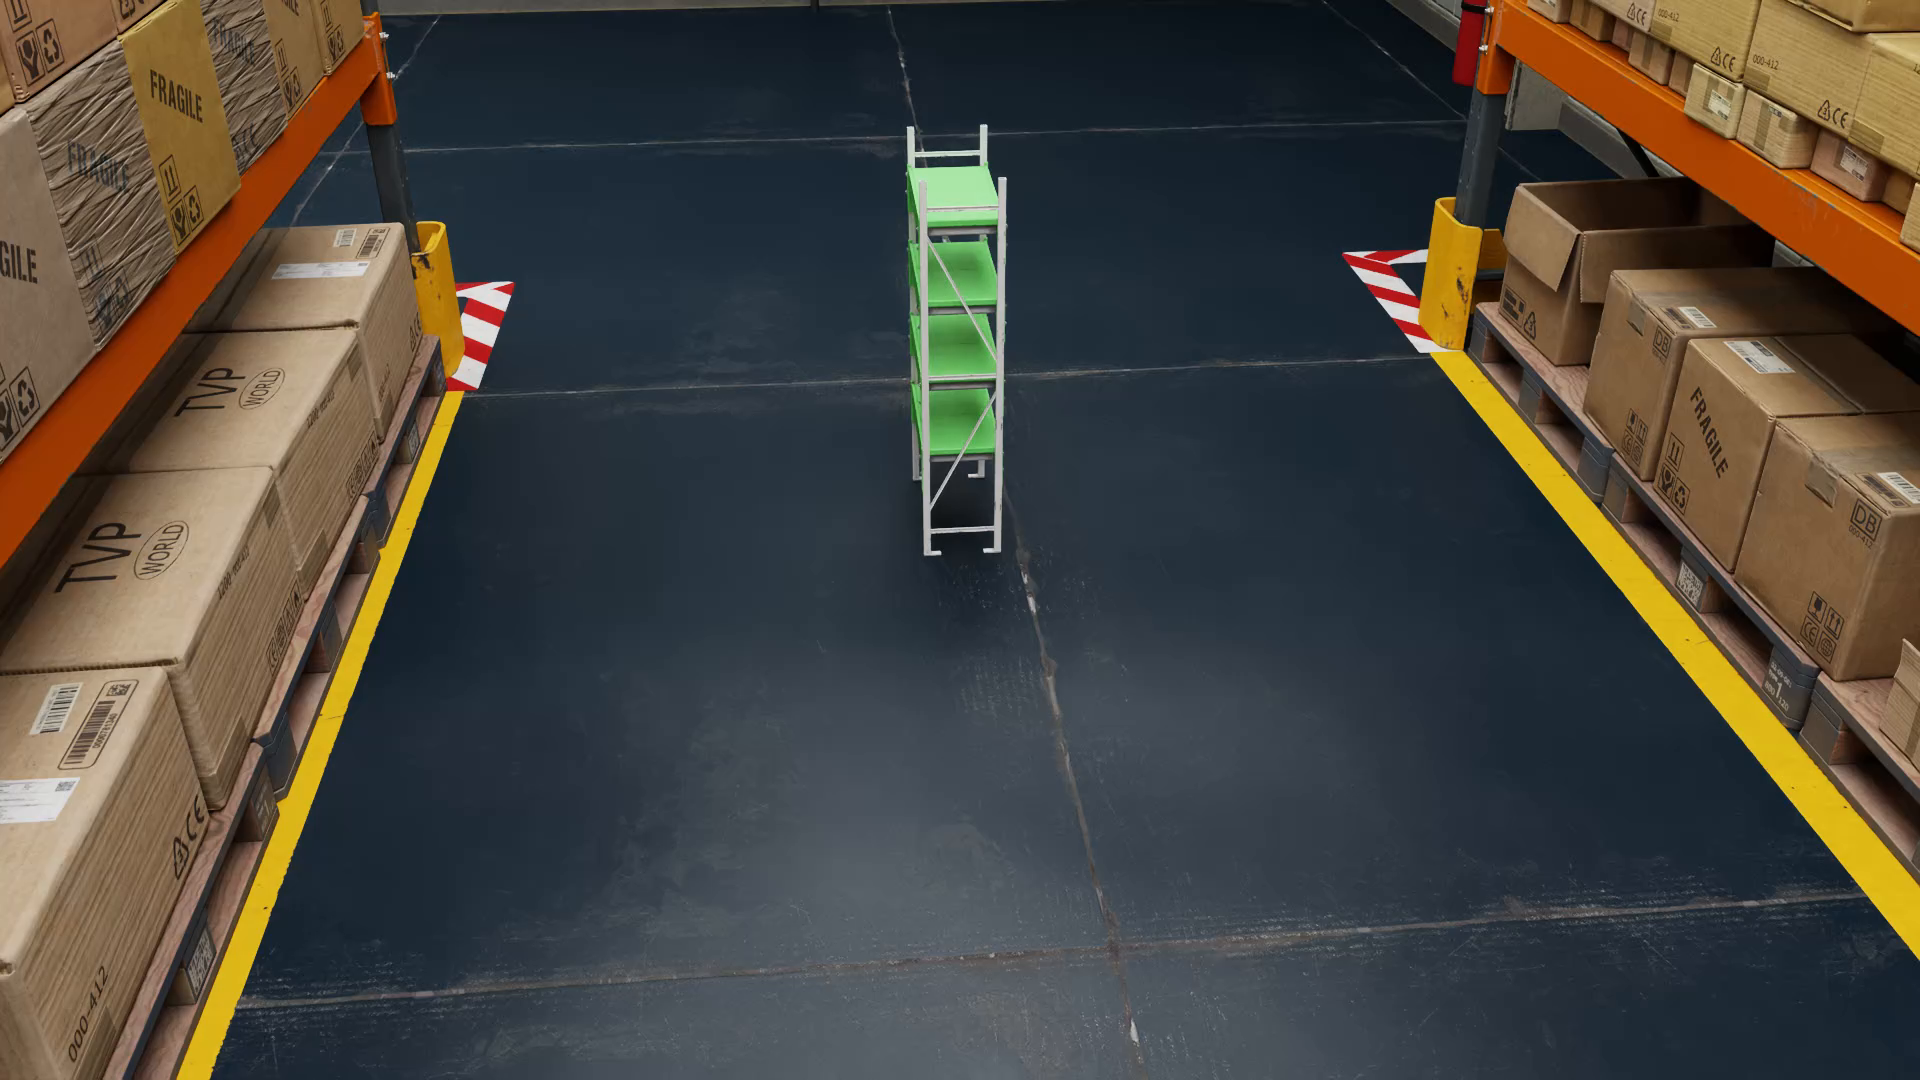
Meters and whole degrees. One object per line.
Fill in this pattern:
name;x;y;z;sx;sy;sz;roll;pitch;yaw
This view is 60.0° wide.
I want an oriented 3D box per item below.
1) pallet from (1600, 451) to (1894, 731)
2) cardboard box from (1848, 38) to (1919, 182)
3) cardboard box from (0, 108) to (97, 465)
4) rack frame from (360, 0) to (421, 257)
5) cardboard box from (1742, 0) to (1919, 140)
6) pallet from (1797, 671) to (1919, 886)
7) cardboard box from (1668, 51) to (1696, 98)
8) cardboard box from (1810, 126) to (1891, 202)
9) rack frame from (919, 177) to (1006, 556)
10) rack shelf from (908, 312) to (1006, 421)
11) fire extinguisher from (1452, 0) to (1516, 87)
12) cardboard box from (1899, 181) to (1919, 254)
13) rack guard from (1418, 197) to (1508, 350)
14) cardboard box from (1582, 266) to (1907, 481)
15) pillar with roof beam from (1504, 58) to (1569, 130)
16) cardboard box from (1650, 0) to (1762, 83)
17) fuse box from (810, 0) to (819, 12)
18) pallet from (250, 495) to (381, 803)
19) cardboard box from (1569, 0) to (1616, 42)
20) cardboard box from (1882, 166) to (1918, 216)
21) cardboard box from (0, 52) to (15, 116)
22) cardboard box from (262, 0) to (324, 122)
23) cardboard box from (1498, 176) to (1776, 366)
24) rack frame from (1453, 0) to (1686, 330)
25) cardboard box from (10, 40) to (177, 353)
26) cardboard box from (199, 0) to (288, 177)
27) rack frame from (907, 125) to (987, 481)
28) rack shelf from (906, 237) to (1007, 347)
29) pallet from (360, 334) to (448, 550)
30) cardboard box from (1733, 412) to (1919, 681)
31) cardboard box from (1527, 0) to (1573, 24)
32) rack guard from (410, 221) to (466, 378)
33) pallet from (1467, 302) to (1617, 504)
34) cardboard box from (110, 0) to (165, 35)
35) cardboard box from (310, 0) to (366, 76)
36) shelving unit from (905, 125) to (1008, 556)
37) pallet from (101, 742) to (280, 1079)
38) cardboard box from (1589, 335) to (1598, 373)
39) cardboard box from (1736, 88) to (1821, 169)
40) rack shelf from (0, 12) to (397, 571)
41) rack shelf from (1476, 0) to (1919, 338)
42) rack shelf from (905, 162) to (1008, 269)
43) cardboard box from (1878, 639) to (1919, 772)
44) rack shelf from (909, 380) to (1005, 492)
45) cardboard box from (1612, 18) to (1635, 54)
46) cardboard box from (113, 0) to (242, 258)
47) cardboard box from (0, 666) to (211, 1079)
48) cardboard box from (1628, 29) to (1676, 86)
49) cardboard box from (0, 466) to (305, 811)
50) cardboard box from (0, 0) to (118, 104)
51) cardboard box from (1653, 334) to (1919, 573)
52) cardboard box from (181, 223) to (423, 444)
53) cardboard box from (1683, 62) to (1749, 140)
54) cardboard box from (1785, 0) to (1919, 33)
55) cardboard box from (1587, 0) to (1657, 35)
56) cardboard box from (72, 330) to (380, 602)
pallet;2.631;0.086;4.901;1.003;0.211;1.213;-3;31;-5
cardboard box;2.426;-0.959;3.786;0.500;0.250;0.500;-3;31;-5
cardboard box;-1.956;-0.449;2.979;0.500;0.500;0.500;-3;31;-4
rack frame;-2.504;-1.939;5.571;1.000;3.000;0.127;-3;31;-5
cardboard box;2.379;-1.222;4.226;0.500;0.250;0.500;-4;31;-6
pallet;2.748;0.710;3.856;1.003;0.211;1.213;-3;31;-5
cardboard box;2.317;-1.363;4.851;0.380;0.149;0.250;-2;31;-4
cardboard box;2.404;-0.968;4.191;0.380;0.149;0.250;-3;31;-5
rack frame;0.007;-0.475;4.875;0.240;1.200;0.015;-3;31;-5
rack shelf;-0.015;-0.545;5.117;0.258;0.148;0.480;-3;31;-5
fire extinguisher;1.964;-2.039;6.177;0.296;0.674;0.183;-3;31;-5
cardboard box;2.387;-0.707;3.754;0.380;0.149;0.250;-3;31;-5
rack guard;2.445;-1.067;6.549;1.175;0.500;0.348;-3;31;-5
cardboard box;2.442;-0.531;5.242;0.700;0.500;0.500;-2;31;-3
pillar with roof beam;-1.203;-5.968;6.466;9.100;9.000;0.400;-3;31;-5
cardboard box;2.310;-1.482;4.662;0.500;0.250;0.500;-3;31;-6
fuse box;-0.949;-4.290;10.763;0.539;1.711;0.414;-3;31;-5
pallet;-2.240;0.284;4.569;1.003;0.211;1.213;-3;31;-5
cardboard box;2.265;-1.762;5.520;0.380;0.149;0.250;-2;31;-3
cardboard box;2.474;-0.844;3.983;0.380;0.149;0.250;-2;31;-4
cardboard box;-1.974;-0.882;2.729;0.500;0.500;0.500;-3;31;-5
cardboard box;-2.163;-1.492;4.724;0.500;0.500;0.500;-3;31;-6
cardboard box;2.401;-0.971;5.975;0.797;0.503;0.637;-4;31;-7
rack frame;2.438;-2.179;5.973;1.000;3.000;0.127;-3;31;-5
cardboard box;-1.996;-0.703;3.405;0.500;0.500;0.500;-3;31;-4
cardboard box;-2.106;-1.229;4.286;0.500;0.500;0.500;-2;31;-3
rack frame;-0.038;-0.724;5.292;0.240;1.200;0.015;-3;31;-5
rack shelf;-0.016;-0.751;4.994;0.258;0.148;0.480;-3;31;-5
pallet;-2.351;-0.337;5.609;1.003;0.211;1.213;-3;31;-5
cardboard box;2.539;-0.001;4.354;0.700;0.500;0.500;-4;31;-6
cardboard box;2.195;-1.890;5.734;0.380;0.149;0.250;-3;31;-5
rack guard;-2.506;-0.878;6.233;1.175;0.500;0.348;-3;31;-5
pallet;2.520;-0.536;5.941;1.003;0.211;1.213;-3;31;-5
cardboard box;-2.056;-1.402;3.599;0.500;0.500;0.500;-3;31;-5
cardboard box;-2.195;-1.748;5.155;0.500;0.500;0.500;-3;31;-4
shelving unit;-0.015;-0.600;5.084;0.258;1.200;0.503;-3;31;-5
pallet;-2.123;0.908;3.524;1.003;0.211;1.213;-3;31;-5
cardboard box;2.402;-0.600;5.699;0.380;0.149;0.250;-4;31;-7
cardboard box;2.311;-1.096;4.406;0.380;0.149;0.250;-2;31;-3
rack shelf;-2.317;-0.609;4.046;1.077;0.370;4.000;-3;31;-5
rack shelf;2.625;-0.849;4.448;1.077;0.370;4.000;-3;31;-5
rack shelf;-0.016;-0.957;4.870;0.258;0.148;0.480;-3;31;-5
cardboard box;2.434;0.404;3.905;0.396;0.266;0.258;-2;31;-3
rack shelf;-0.015;-0.339;5.240;0.258;0.148;0.480;-3;31;-5
cardboard box;2.324;-1.630;5.299;0.380;0.149;0.250;-3;31;-5
cardboard box;-2.044;-0.966;3.845;0.500;0.500;0.500;-2;31;-3
cardboard box;-2.082;0.697;3.247;0.875;0.438;0.875;-3;31;-5
cardboard box;2.287;-1.498;5.078;0.380;0.149;0.250;-2;31;-3
cardboard box;-2.166;0.240;4.012;0.875;0.438;0.875;-4;31;-6
cardboard box;-2.011;-1.144;3.168;0.500;0.500;0.500;-2;31;-4
cardboard box;2.392;-0.256;4.782;0.500;0.500;0.500;-2;31;-4
cardboard box;-2.343;-0.687;5.565;0.875;0.438;0.875;-4;31;-6
cardboard box;2.266;-1.230;4.629;0.380;0.149;0.250;-4;31;-6
cardboard box;2.352;-1.554;4.051;0.500;0.500;0.500;-2;31;-3
cardboard box;2.259;-1.740;5.095;0.500;0.250;0.500;-2;31;-4
cardboard box;-2.249;-0.220;4.783;0.875;0.438;0.875;-2;31;-3
